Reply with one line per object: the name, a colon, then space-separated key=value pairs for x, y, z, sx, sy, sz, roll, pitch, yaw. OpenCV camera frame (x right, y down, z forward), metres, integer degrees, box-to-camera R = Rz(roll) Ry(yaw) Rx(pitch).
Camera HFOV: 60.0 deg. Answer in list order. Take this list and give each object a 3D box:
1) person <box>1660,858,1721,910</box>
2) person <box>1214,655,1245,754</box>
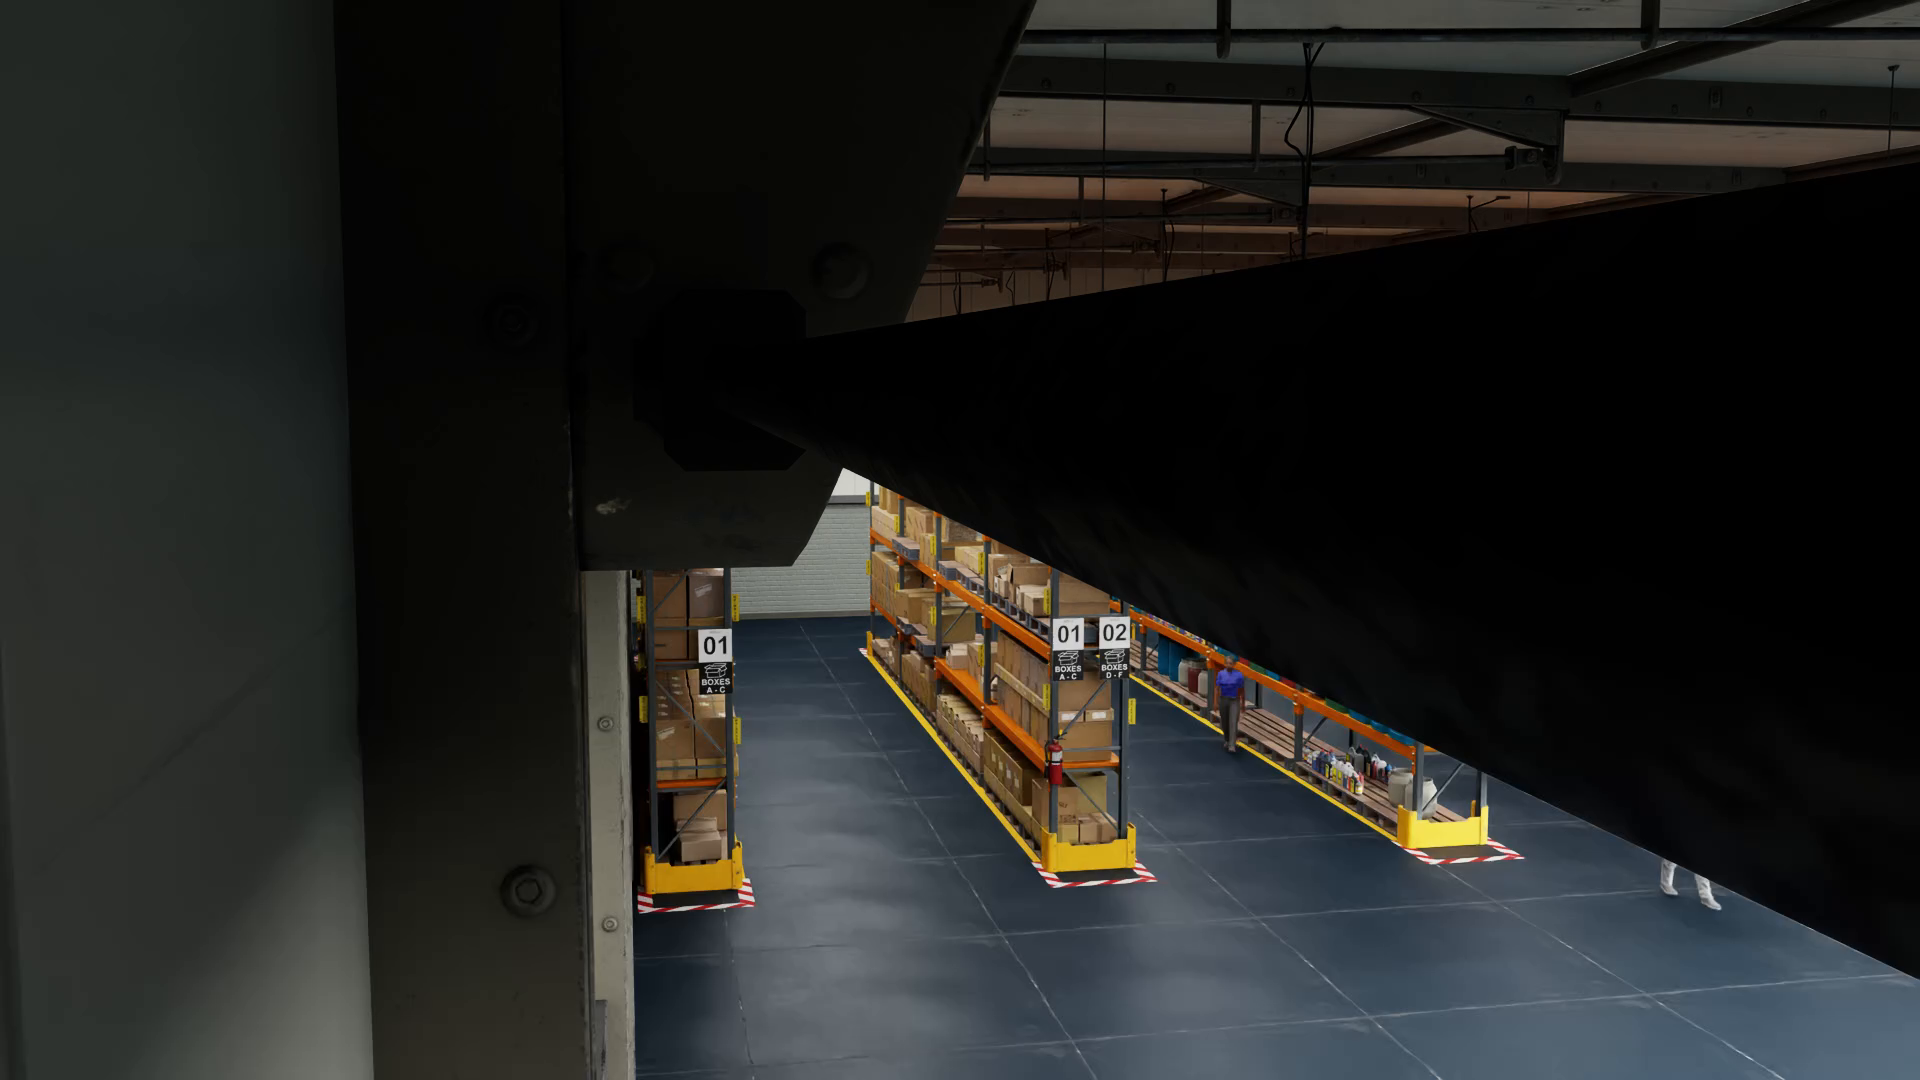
person: x=8.576 y=3.459 z=19.586 sx=0.516 sy=1.618 sz=0.921 roll=0 pitch=6 yaw=2
person: x=4.389 y=2.683 z=27.195 sx=0.473 sy=1.596 sz=1.051 roll=2 pitch=6 yaw=21
